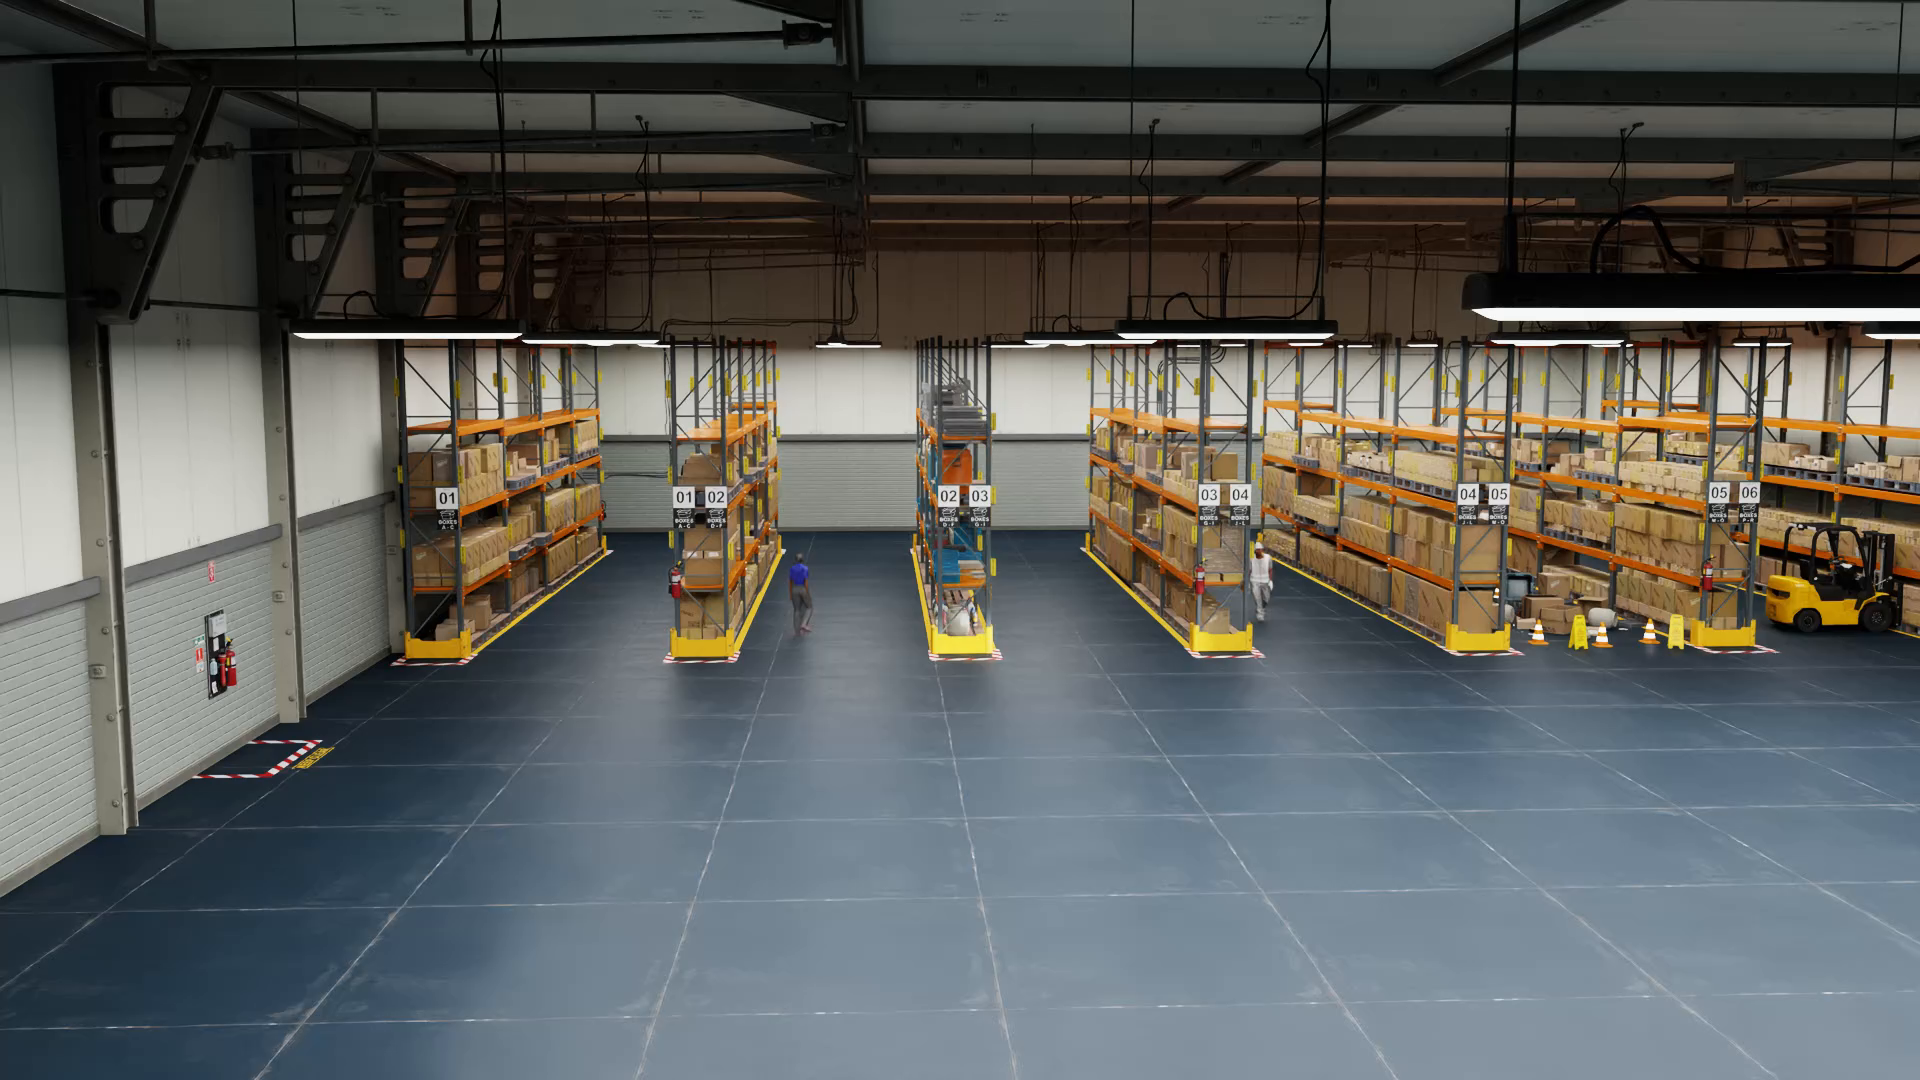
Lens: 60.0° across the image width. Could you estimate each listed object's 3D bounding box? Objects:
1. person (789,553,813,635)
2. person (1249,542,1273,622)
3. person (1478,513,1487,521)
[{"bbox_3d":[-3.221,1.087,33.580,0.497,1.644,0.448,2,7,14],"label":"person"},{"bbox_3d":[6.390,0.875,35.458,0.554,1.669,1.055,0,6,2],"label":"person"},{"bbox_3d":[12.841,0.244,40.709,0.522,1.810,0.576,-2,7,-21],"label":"person"}]
